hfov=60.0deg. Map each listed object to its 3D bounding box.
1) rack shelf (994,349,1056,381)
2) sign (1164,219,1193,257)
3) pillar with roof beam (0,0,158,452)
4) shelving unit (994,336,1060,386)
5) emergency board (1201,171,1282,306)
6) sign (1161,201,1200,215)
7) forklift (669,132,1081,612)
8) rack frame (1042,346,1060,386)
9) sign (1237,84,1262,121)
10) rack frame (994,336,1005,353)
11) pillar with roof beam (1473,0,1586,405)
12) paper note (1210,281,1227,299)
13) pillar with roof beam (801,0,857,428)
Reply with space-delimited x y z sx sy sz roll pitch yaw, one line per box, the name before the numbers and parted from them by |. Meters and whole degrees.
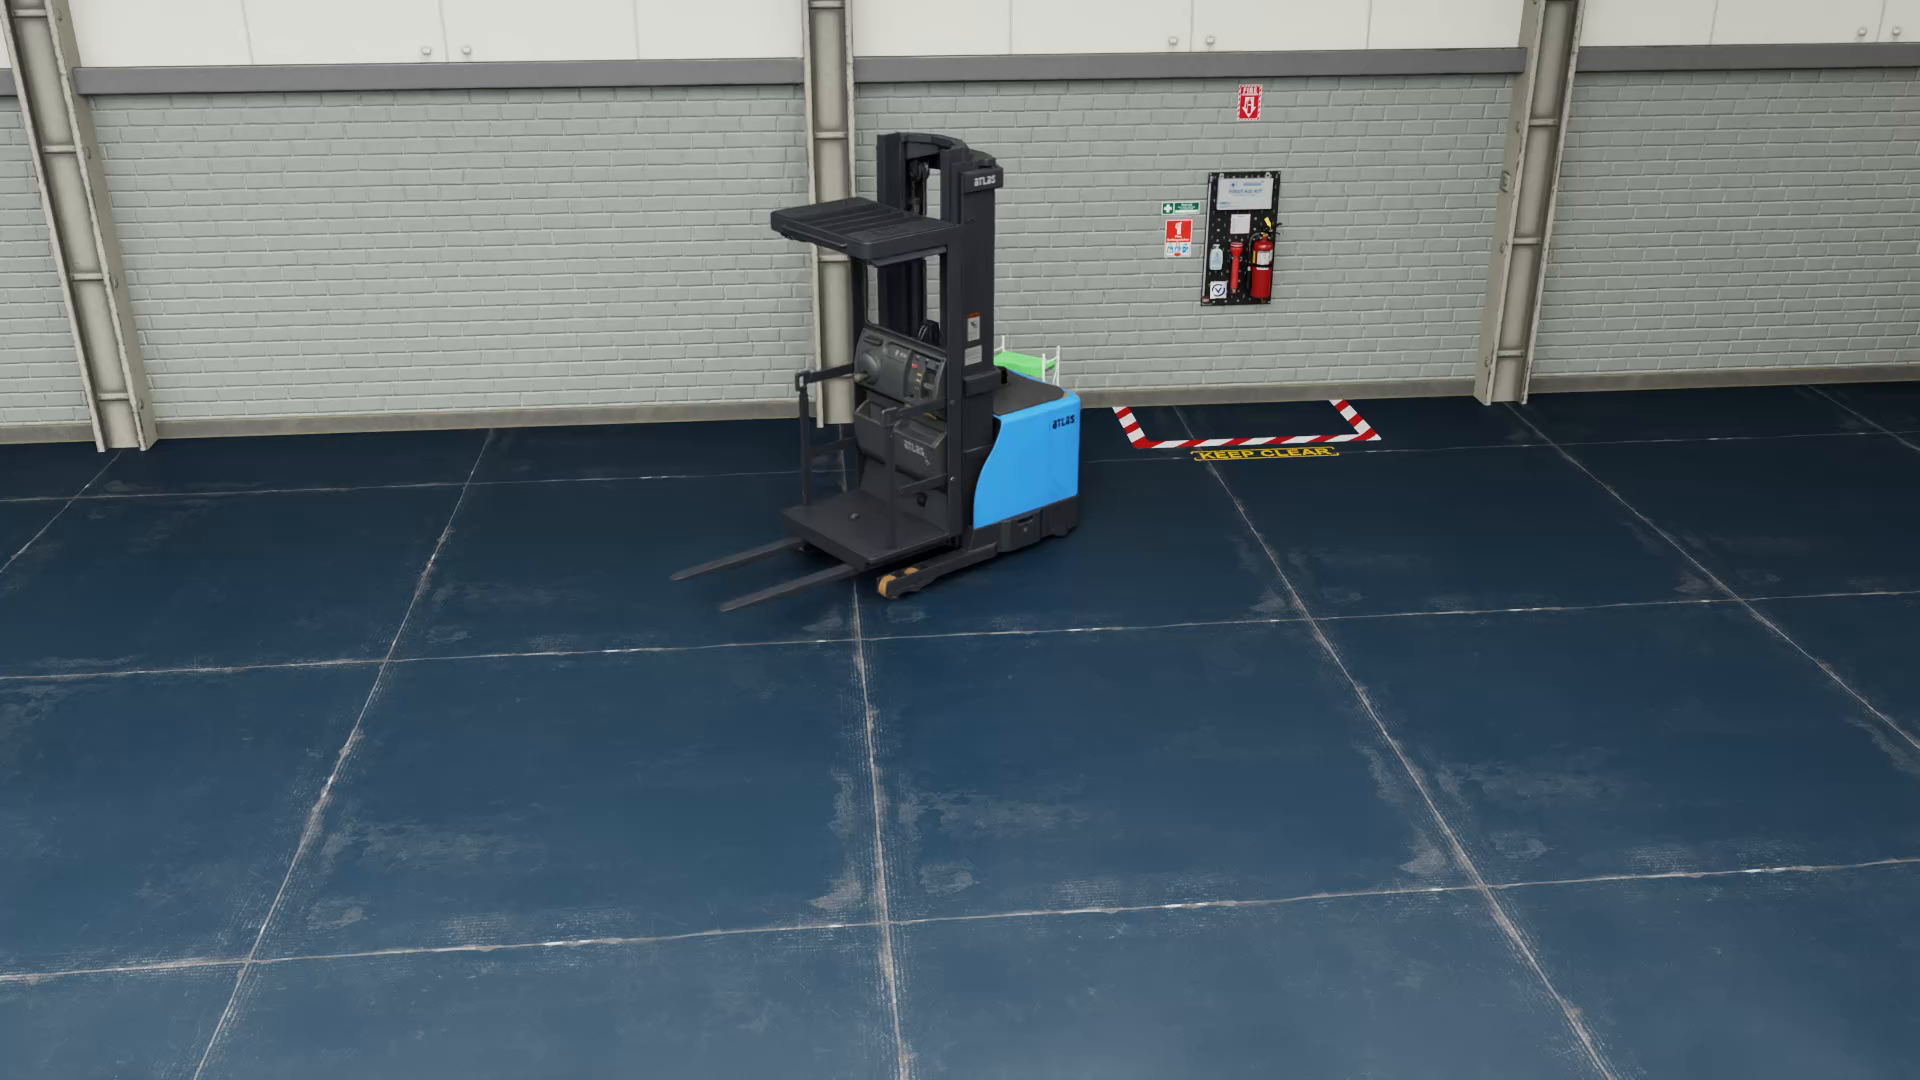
rack shelf | 0.479 -1.315 12.707 0.480 0.148 0.258 15 28 30
sign | 1.888 -2.609 14.382 0.234 0.329 0.001 -2 24 -5
pillar with roof beam | -6.608 -3.178 8.321 0.400 9.000 9.100 -2 24 -5
shelving unit | 0.479 -0.935 12.876 0.503 1.200 0.258 15 28 30
emergency board | 2.448 -2.573 14.345 0.643 1.169 0.194 -2 24 -5
sign | 1.893 -2.847 14.267 0.331 0.109 0.001 -2 24 -5
forklift | -0.572 -1.173 11.281 3.031 2.935 1.130 -19 30 -36
rack frame | 0.685 -0.881 12.755 0.015 1.200 0.240 15 28 30
sign | 2.430 -3.672 13.964 0.199 0.298 0.001 -2 24 -5
rack frame | 0.274 -0.988 12.996 0.015 1.200 0.240 15 28 30
pillar with roof beam | 5.334 -3.657 9.399 0.400 9.000 9.100 -2 24 -5
paper note | 2.265 -2.191 14.571 0.142 0.148 0.016 -2 24 -5
pillar with roof beam | -0.637 -3.418 8.860 0.400 9.000 9.100 -2 24 -5
